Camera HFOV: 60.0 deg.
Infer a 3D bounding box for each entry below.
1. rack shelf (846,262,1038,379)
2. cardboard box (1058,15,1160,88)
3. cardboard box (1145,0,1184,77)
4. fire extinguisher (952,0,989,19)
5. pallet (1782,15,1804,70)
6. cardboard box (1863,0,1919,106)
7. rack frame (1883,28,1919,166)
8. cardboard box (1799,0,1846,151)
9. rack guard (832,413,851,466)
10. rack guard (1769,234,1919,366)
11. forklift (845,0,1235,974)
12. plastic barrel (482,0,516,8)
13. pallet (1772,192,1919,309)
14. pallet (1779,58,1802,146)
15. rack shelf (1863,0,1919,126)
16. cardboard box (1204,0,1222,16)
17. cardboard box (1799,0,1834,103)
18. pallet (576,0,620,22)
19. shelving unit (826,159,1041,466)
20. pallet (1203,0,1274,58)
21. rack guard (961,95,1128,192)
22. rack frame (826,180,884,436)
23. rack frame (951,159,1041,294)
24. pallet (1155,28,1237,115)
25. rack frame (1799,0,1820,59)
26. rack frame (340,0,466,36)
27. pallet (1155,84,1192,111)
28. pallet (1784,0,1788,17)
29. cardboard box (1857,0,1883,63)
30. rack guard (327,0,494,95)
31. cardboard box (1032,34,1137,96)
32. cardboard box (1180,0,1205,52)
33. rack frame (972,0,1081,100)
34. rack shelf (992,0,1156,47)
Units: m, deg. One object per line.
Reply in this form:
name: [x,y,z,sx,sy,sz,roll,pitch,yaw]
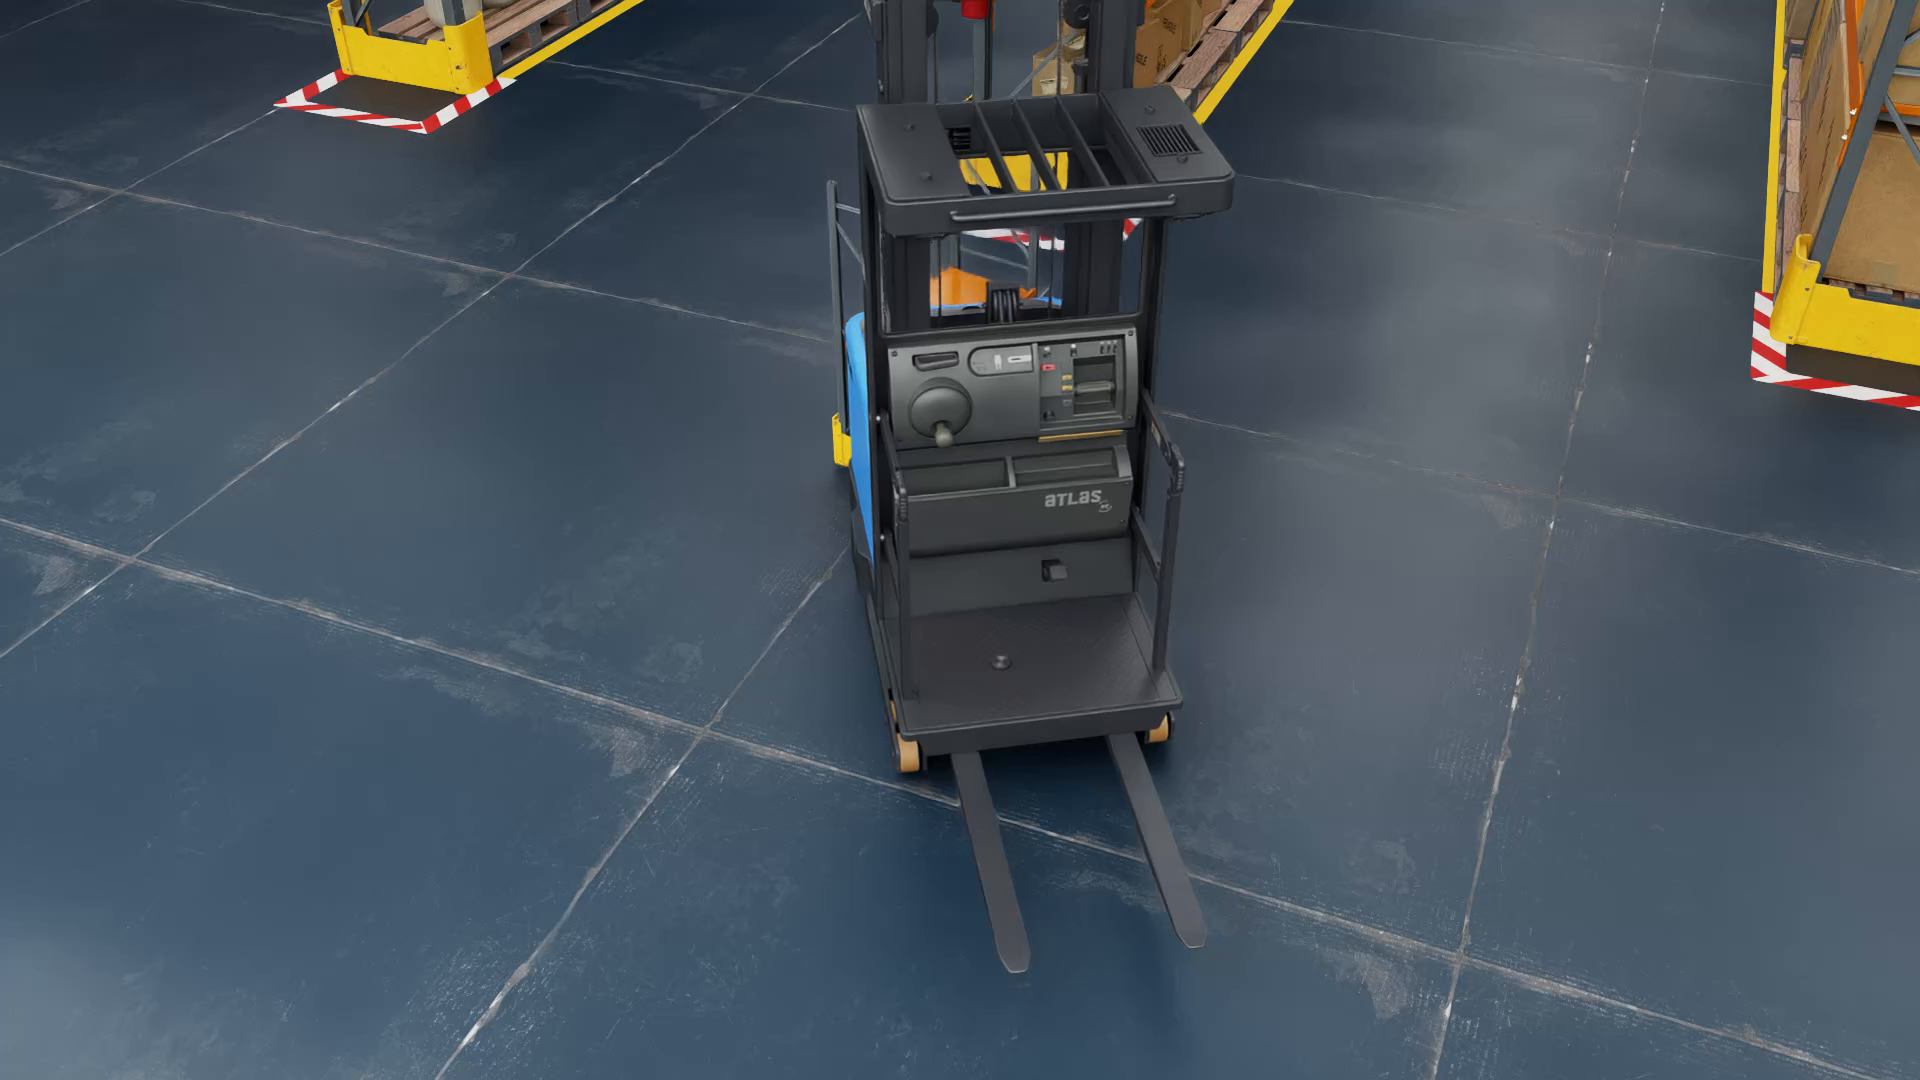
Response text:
rack shelf: [-0.101,-1.022,8.165,0.538,0.185,1.000,21,42,25]
cardboard box: [1.011,-3.320,11.423,0.500,0.500,0.500,25,43,29]
cardboard box: [1.267,-3.662,11.881,0.500,0.500,0.500,18,40,22]
fire extinguisher: [0.093,-3.483,9.969,0.296,0.674,0.183,14,39,18]
pallet: [6.857,-3.828,12.696,1.003,0.211,1.213,14,39,18]
cardboard box: [5.210,-2.562,8.547,0.875,0.550,0.550,14,39,18]
rack frame: [5.108,-2.287,8.304,0.949,2.616,0.053,14,39,18]
cardboard box: [5.989,-2.986,10.663,0.875,0.875,0.875,14,39,18]
rack guard: [-0.363,-0.419,8.101,0.587,0.250,0.087,21,42,25]
rack guard: [5.102,-1.272,9.034,1.175,0.500,0.348,14,39,18]
forklift: [0.239,-0.497,5.966,1.130,2.935,3.031,-6,37,-8]
plastic barrel: [-3.647,-4.431,12.900,0.421,0.512,0.421,0,37,0]
pallet: [5.343,-1.630,9.754,1.003,0.211,1.213,14,39,18]
pallet: [6.271,-2.981,11.562,1.003,0.211,1.213,14,39,18]
rack shelf: [5.872,-3.184,9.942,0.919,0.124,3.809,14,39,18]
cardboard box: [1.684,-4.323,12.765,0.500,0.500,0.500,27,45,32]
cardboard box: [6.329,-3.486,11.332,0.875,0.875,0.875,14,39,18]
pallet: [-3.253,-4.658,13.805,1.003,0.211,1.213,14,39,18]
shelving unit: [-0.096,-1.171,8.064,0.587,1.500,1.083,21,42,25]
pallet: [1.862,-4.190,13.179,1.003,0.211,1.213,14,39,18]
rack guard: [0.591,-2.513,10.694,1.175,0.500,0.348,14,39,18]
rack frame: [-0.374,-0.910,7.714,0.500,1.500,0.032,21,42,25]
rack frame: [0.172,-1.423,8.401,0.500,1.500,0.032,21,42,25]
pallet: [1.399,-3.512,12.272,1.003,0.211,1.213,14,39,18]
rack frame: [6.633,-4.501,11.266,1.000,3.000,0.127,14,39,18]
rack frame: [-4.018,-4.600,11.399,1.000,3.000,0.127,14,39,18]
pallet: [0.933,-2.839,11.372,1.003,0.211,1.213,14,39,18]
pallet: [7.319,-4.506,13.602,1.003,0.211,1.213,14,39,18]
cardboard box: [5.399,-2.872,8.961,0.875,0.550,0.550,14,39,18]
rack guard: [-4.033,-3.652,12.218,1.175,0.500,0.348,14,39,18]
cardboard box: [0.816,-2.981,10.970,0.500,0.500,0.500,21,42,26]
cardboard box: [1.521,-3.961,12.281,0.500,0.500,0.500,11,38,14]
rack frame: [0.562,-3.472,9.890,1.000,3.000,0.127,14,39,18]
rack shelf: [1.323,-4.291,11.587,1.077,0.370,4.000,14,39,18]
